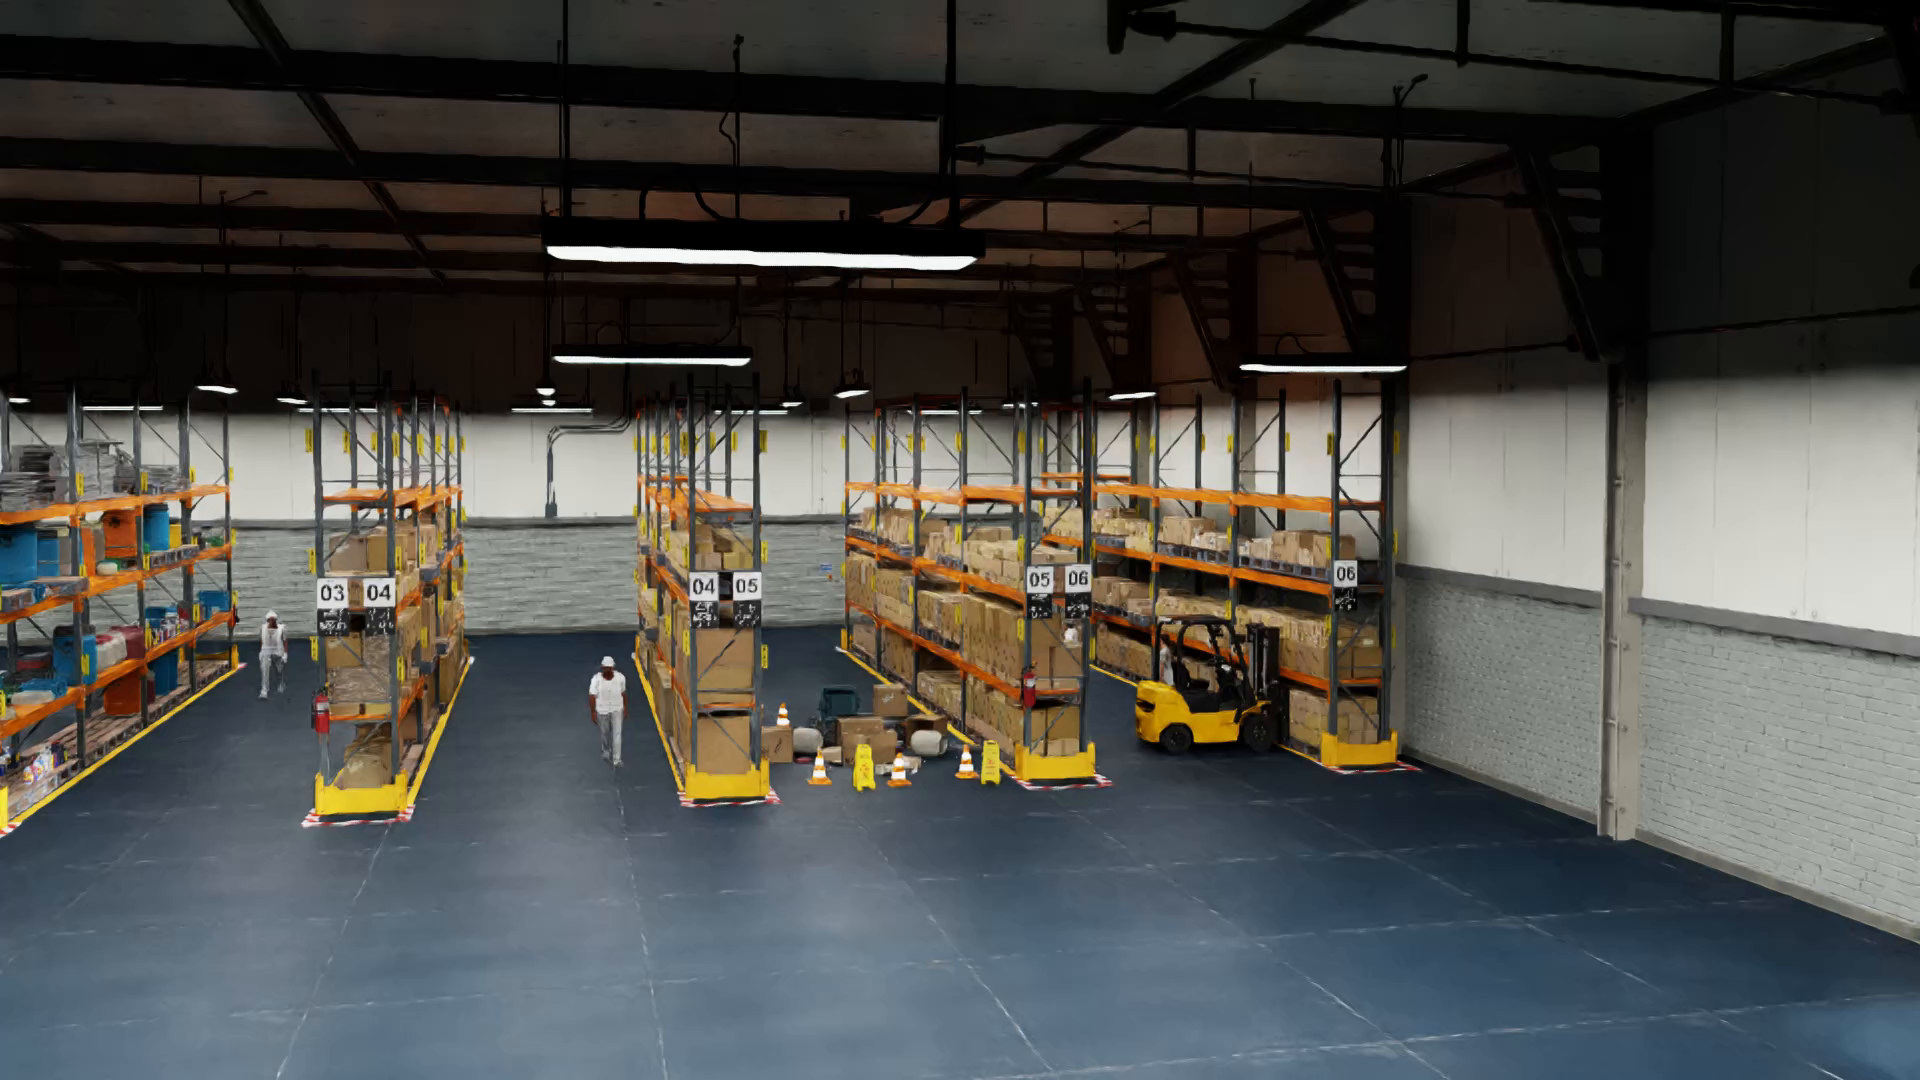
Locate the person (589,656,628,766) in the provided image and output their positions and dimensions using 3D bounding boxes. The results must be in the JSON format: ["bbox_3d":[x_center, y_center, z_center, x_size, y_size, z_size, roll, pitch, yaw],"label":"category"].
[{"bbox_3d":[-5.493,2.641,25.973,0.579,1.689,1.106,-1,3,-10],"label":"person"}]

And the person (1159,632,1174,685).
[{"bbox_3d":[3.583,2.468,29.398,0.569,1.639,0.561,1,3,14],"label":"person"}]

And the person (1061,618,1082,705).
[{"bbox_3d":[2.101,2.317,32.003,0.554,1.653,0.598,1,3,16],"label":"person"}]

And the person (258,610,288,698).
[{"bbox_3d":[-13.560,2.235,32.830,0.564,1.704,1.112,-1,3,-15],"label":"person"}]
